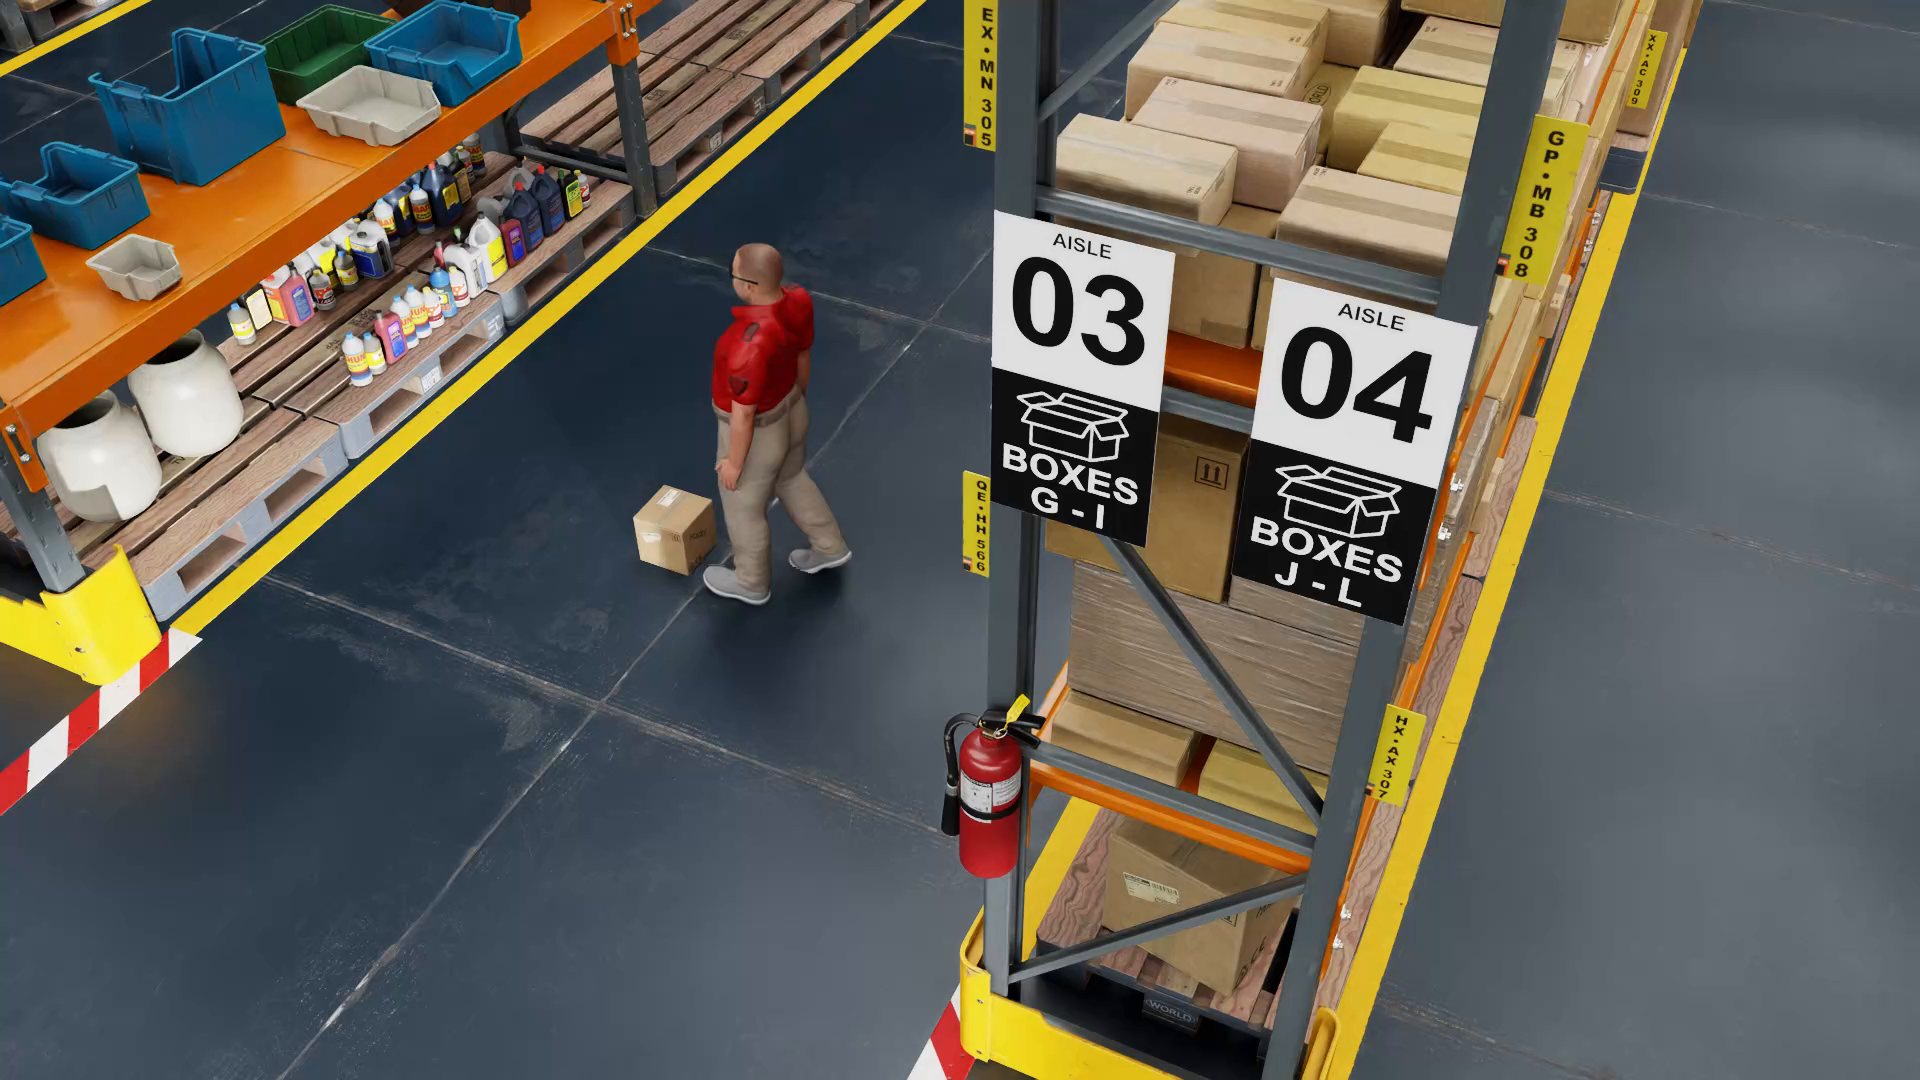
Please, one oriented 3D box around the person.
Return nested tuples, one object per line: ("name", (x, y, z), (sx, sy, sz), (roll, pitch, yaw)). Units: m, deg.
("person", (-0.811, -0.447, 6.688), (0.569, 1.751, 0.555), (17, 45, 19))
